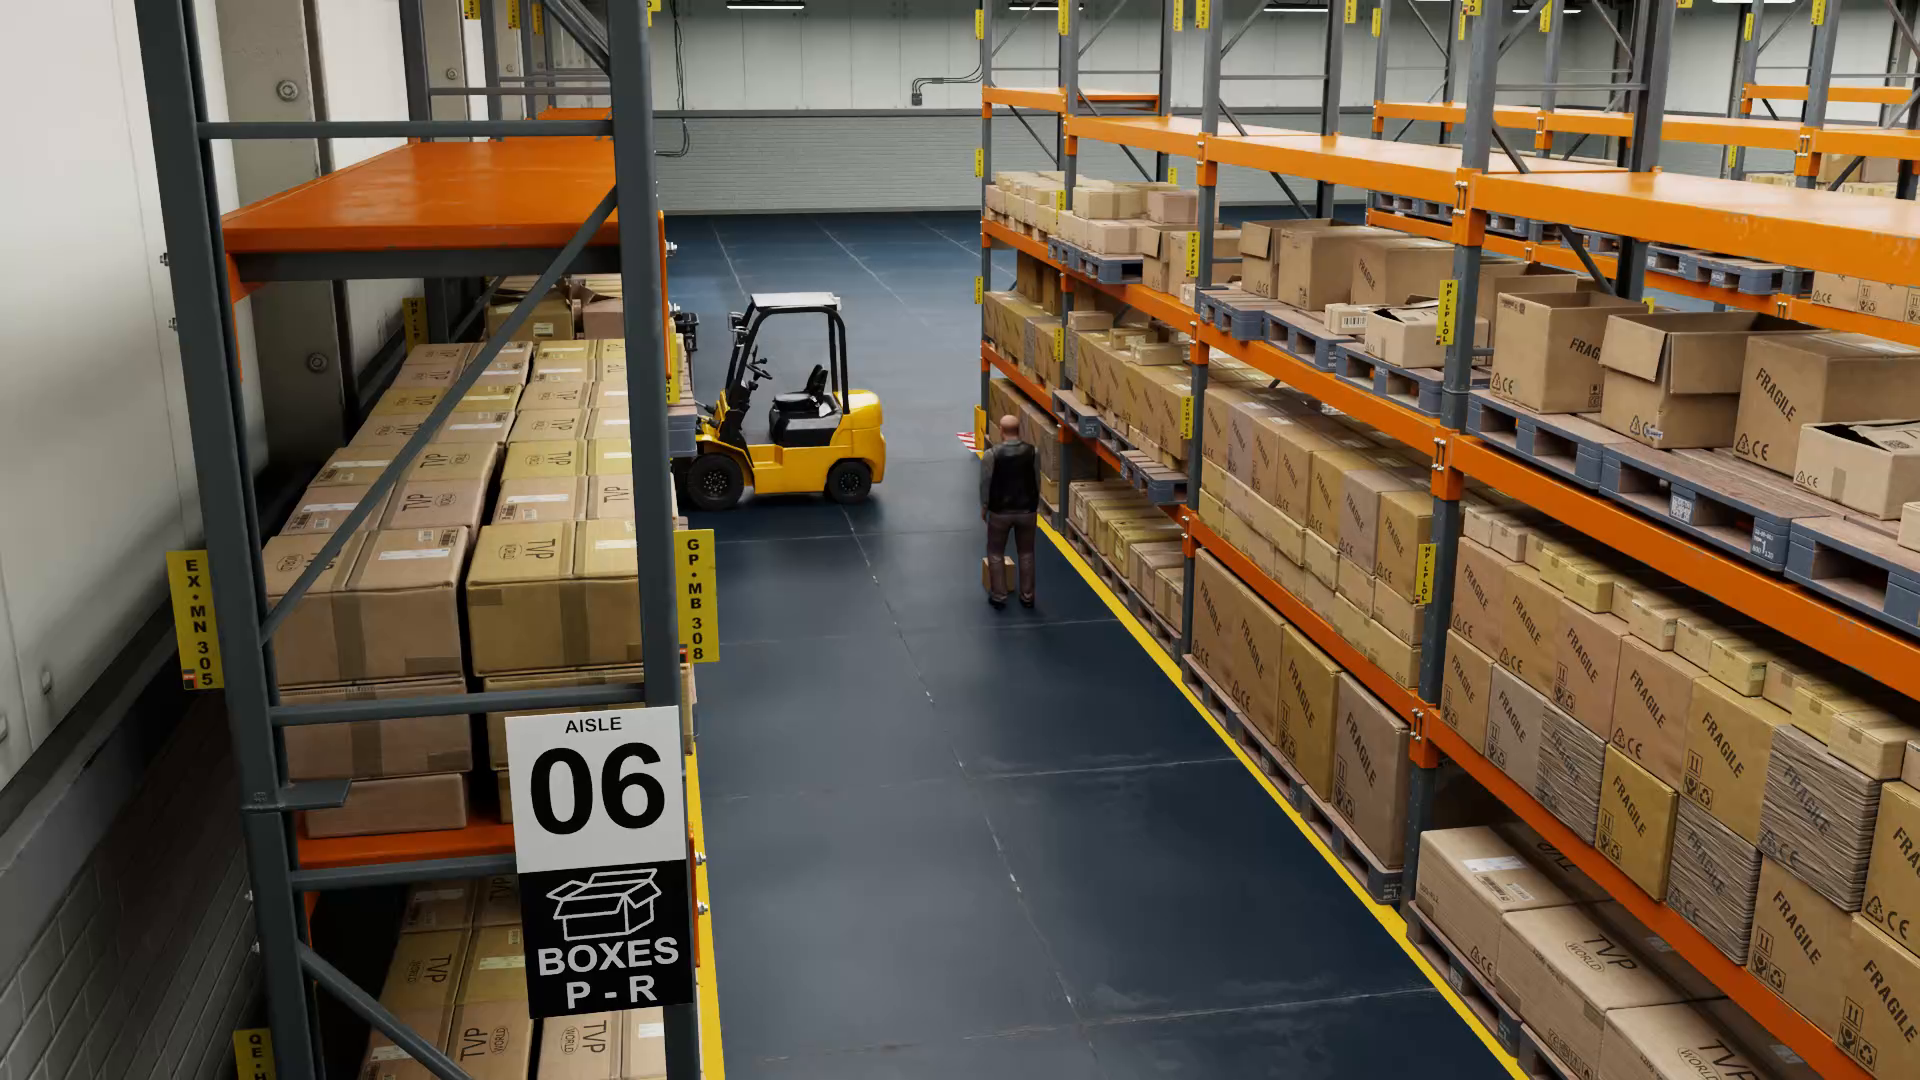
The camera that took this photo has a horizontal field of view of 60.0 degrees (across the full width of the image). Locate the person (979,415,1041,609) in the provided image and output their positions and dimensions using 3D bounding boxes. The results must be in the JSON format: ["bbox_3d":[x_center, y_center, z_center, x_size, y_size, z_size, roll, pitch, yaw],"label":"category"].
[{"bbox_3d":[0.433,-0.236,14.448,0.546,1.697,0.385,-3,16,-9],"label":"person"}]
